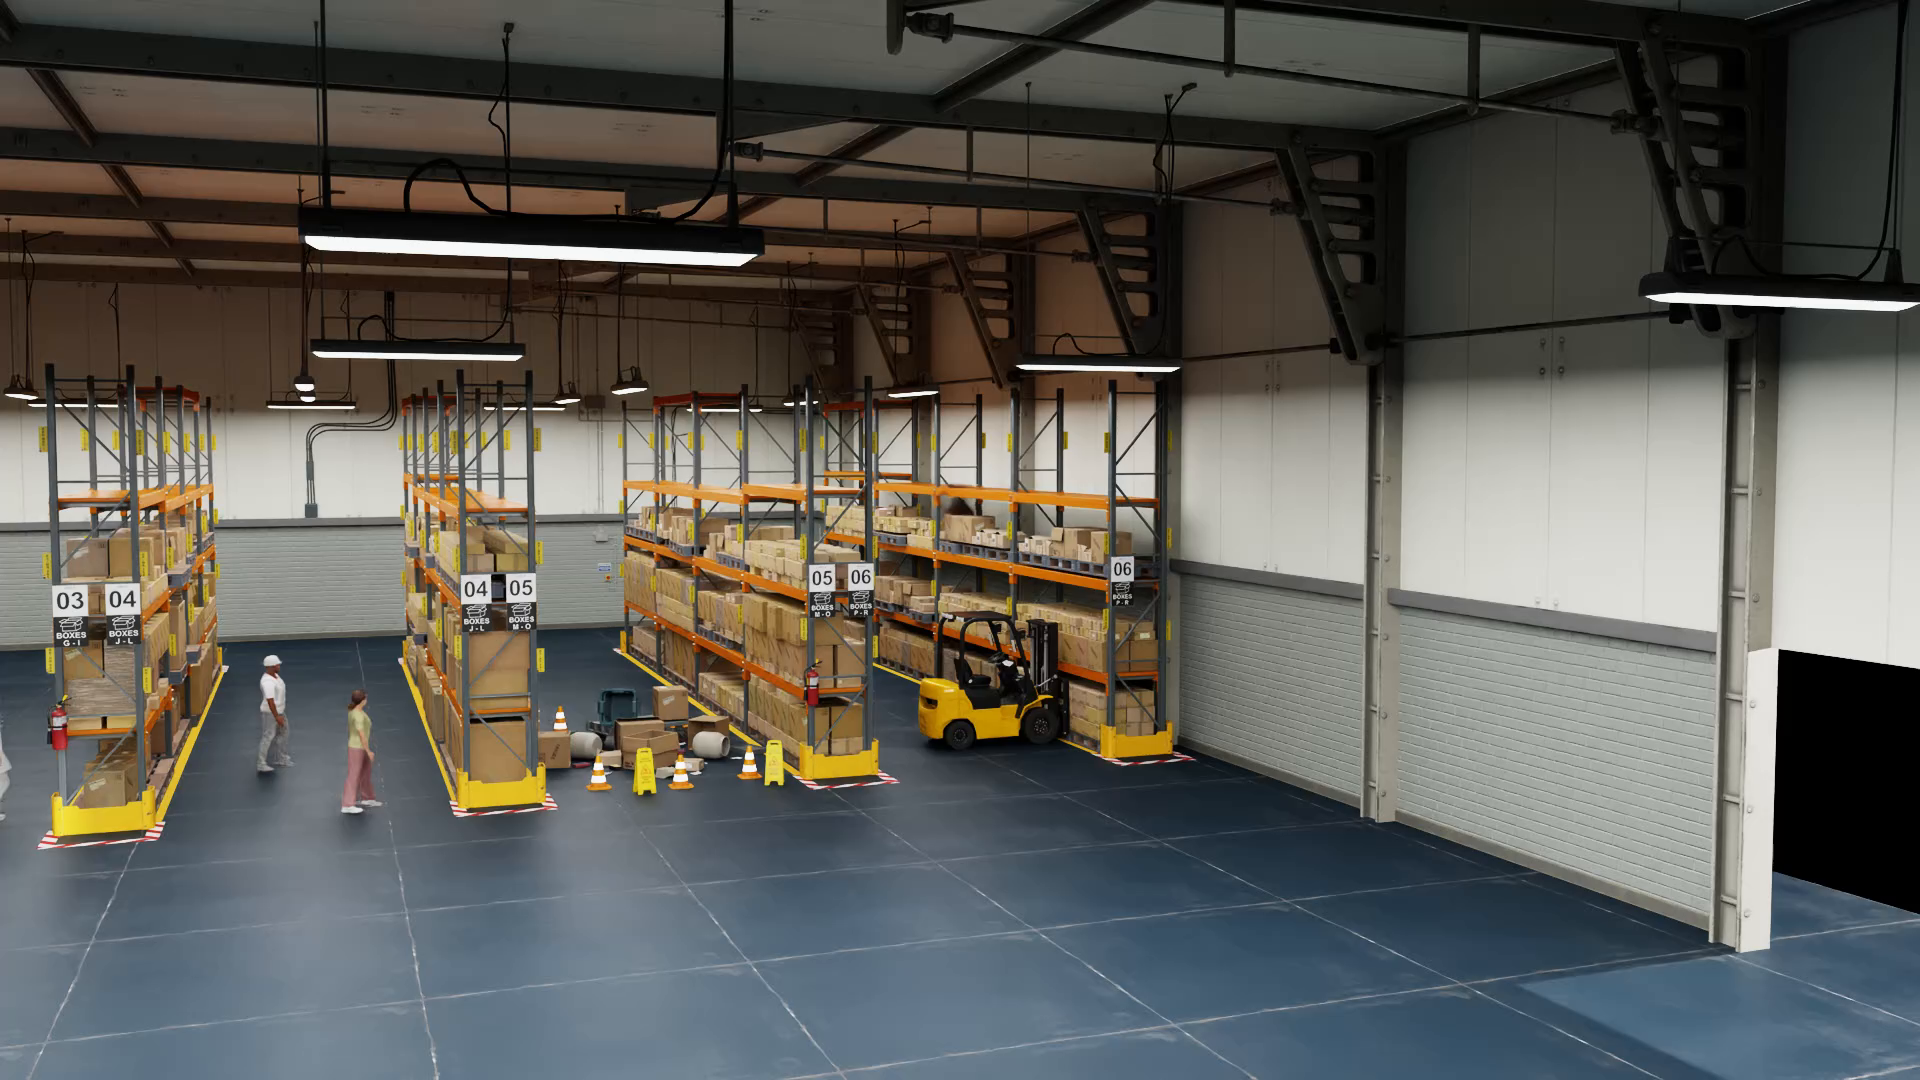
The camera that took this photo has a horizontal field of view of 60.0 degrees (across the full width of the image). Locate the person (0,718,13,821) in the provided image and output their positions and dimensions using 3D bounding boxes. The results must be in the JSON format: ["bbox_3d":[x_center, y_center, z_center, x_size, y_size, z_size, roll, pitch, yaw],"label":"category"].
[{"bbox_3d":[-12.720,2.838,21.772,0.591,1.782,0.475,3,5,44],"label":"person"}]

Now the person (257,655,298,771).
[{"bbox_3d":[-10.489,2.652,25.449,0.485,1.805,0.706,0,3,-6],"label":"person"}]

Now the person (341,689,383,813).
[{"bbox_3d":[-8.151,2.859,22.625,0.547,1.693,0.609,-1,4,-21],"label":"person"}]
